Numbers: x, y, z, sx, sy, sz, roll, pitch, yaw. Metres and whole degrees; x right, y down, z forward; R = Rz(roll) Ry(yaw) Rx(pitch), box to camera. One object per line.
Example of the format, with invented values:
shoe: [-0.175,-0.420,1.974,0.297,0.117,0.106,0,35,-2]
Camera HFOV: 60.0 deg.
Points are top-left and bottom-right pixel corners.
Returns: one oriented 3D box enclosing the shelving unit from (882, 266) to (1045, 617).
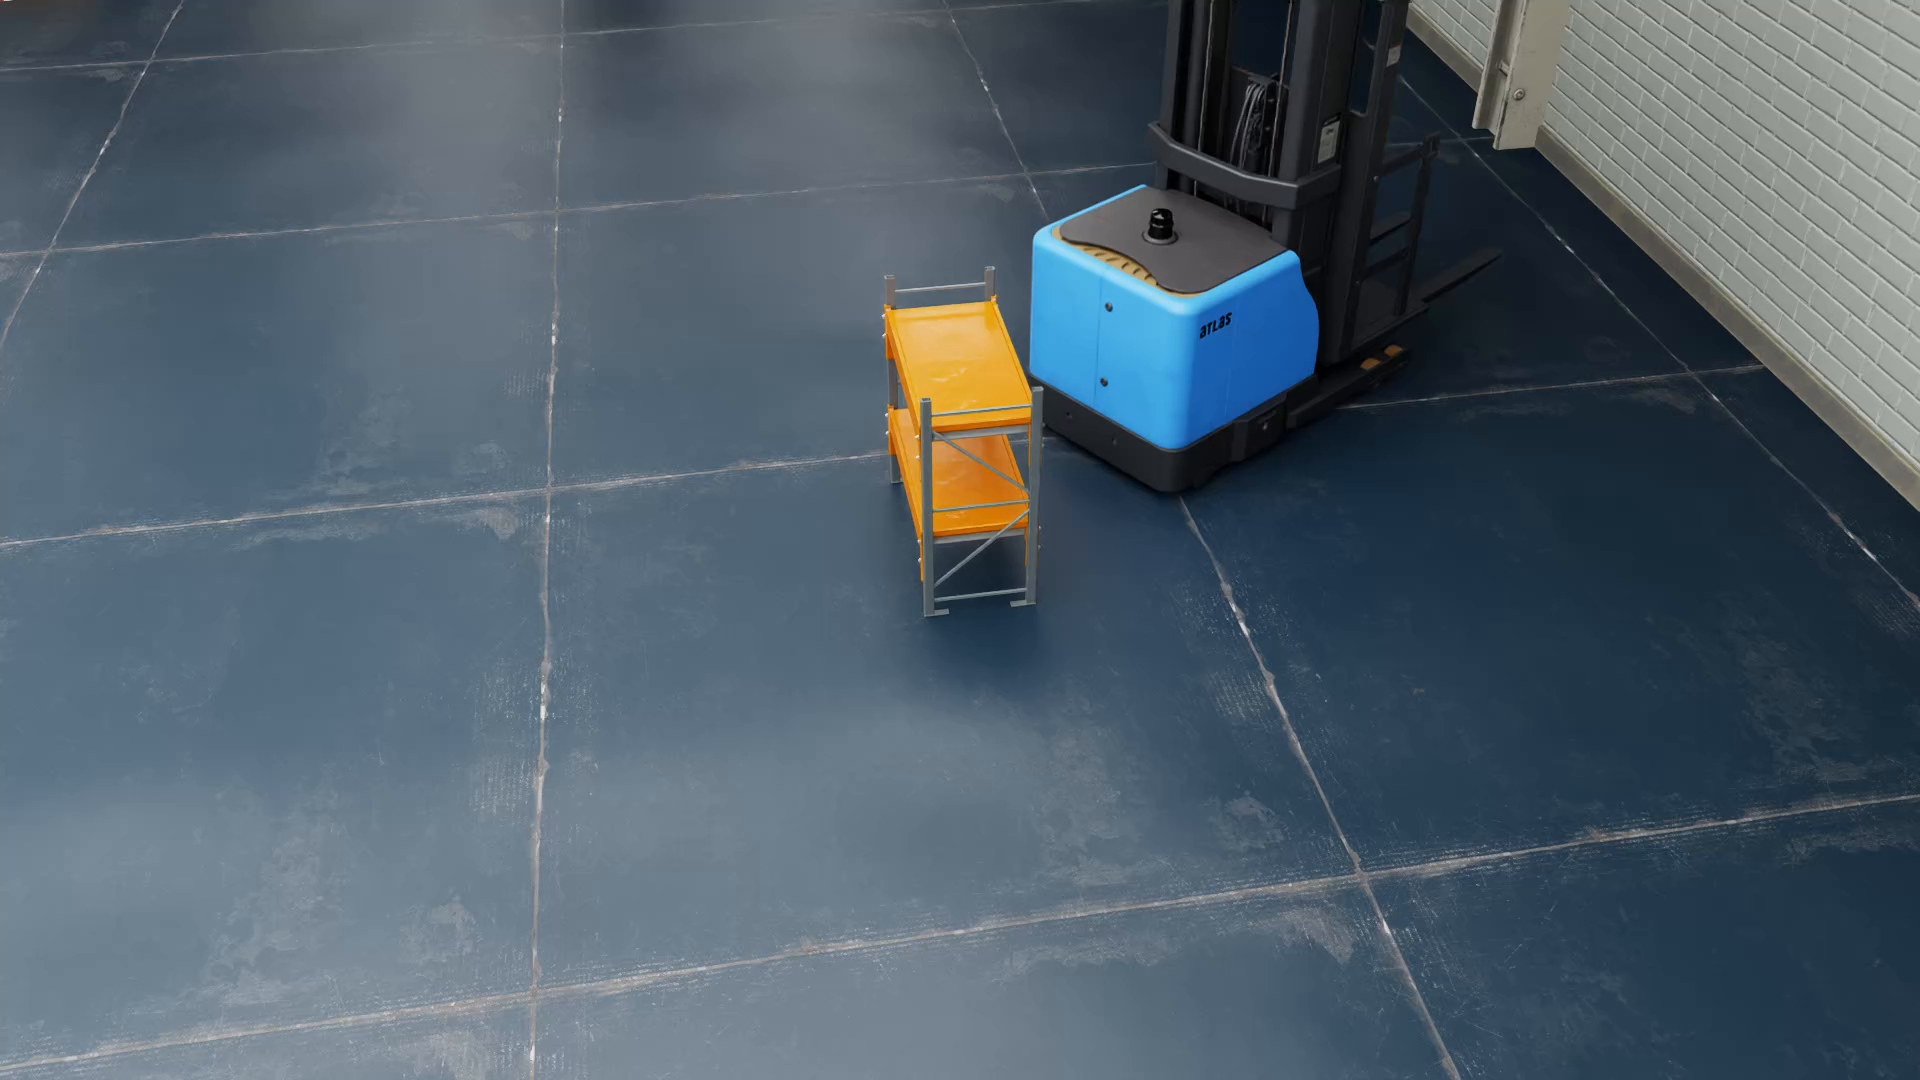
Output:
shelving unit: [-0.001,-0.448,7.410,0.538,1.125,1.048,-6,38,-8]

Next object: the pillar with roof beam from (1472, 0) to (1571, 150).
pillar with roof beam: [-0.543,-5.832,7.922,9.100,9.000,0.400,-6,38,-8]

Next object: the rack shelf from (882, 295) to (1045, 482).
rack shelf: [-0.001,-0.679,7.231,0.538,0.278,1.000,-6,38,-8]

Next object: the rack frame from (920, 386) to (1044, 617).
rack frame: [0.088,-0.141,7.015,0.500,1.125,0.032,-6,38,-8]

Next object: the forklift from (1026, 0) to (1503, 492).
forklift: [1.762,-2.162,8.144,3.031,2.935,1.130,-29,46,-32]

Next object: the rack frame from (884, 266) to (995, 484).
rack frame: [-0.090,-0.755,7.805,0.500,1.125,0.032,-6,38,-8]

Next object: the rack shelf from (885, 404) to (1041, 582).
rack shelf: [-0.001,-0.255,7.560,0.538,0.278,1.000,-6,38,-8]
